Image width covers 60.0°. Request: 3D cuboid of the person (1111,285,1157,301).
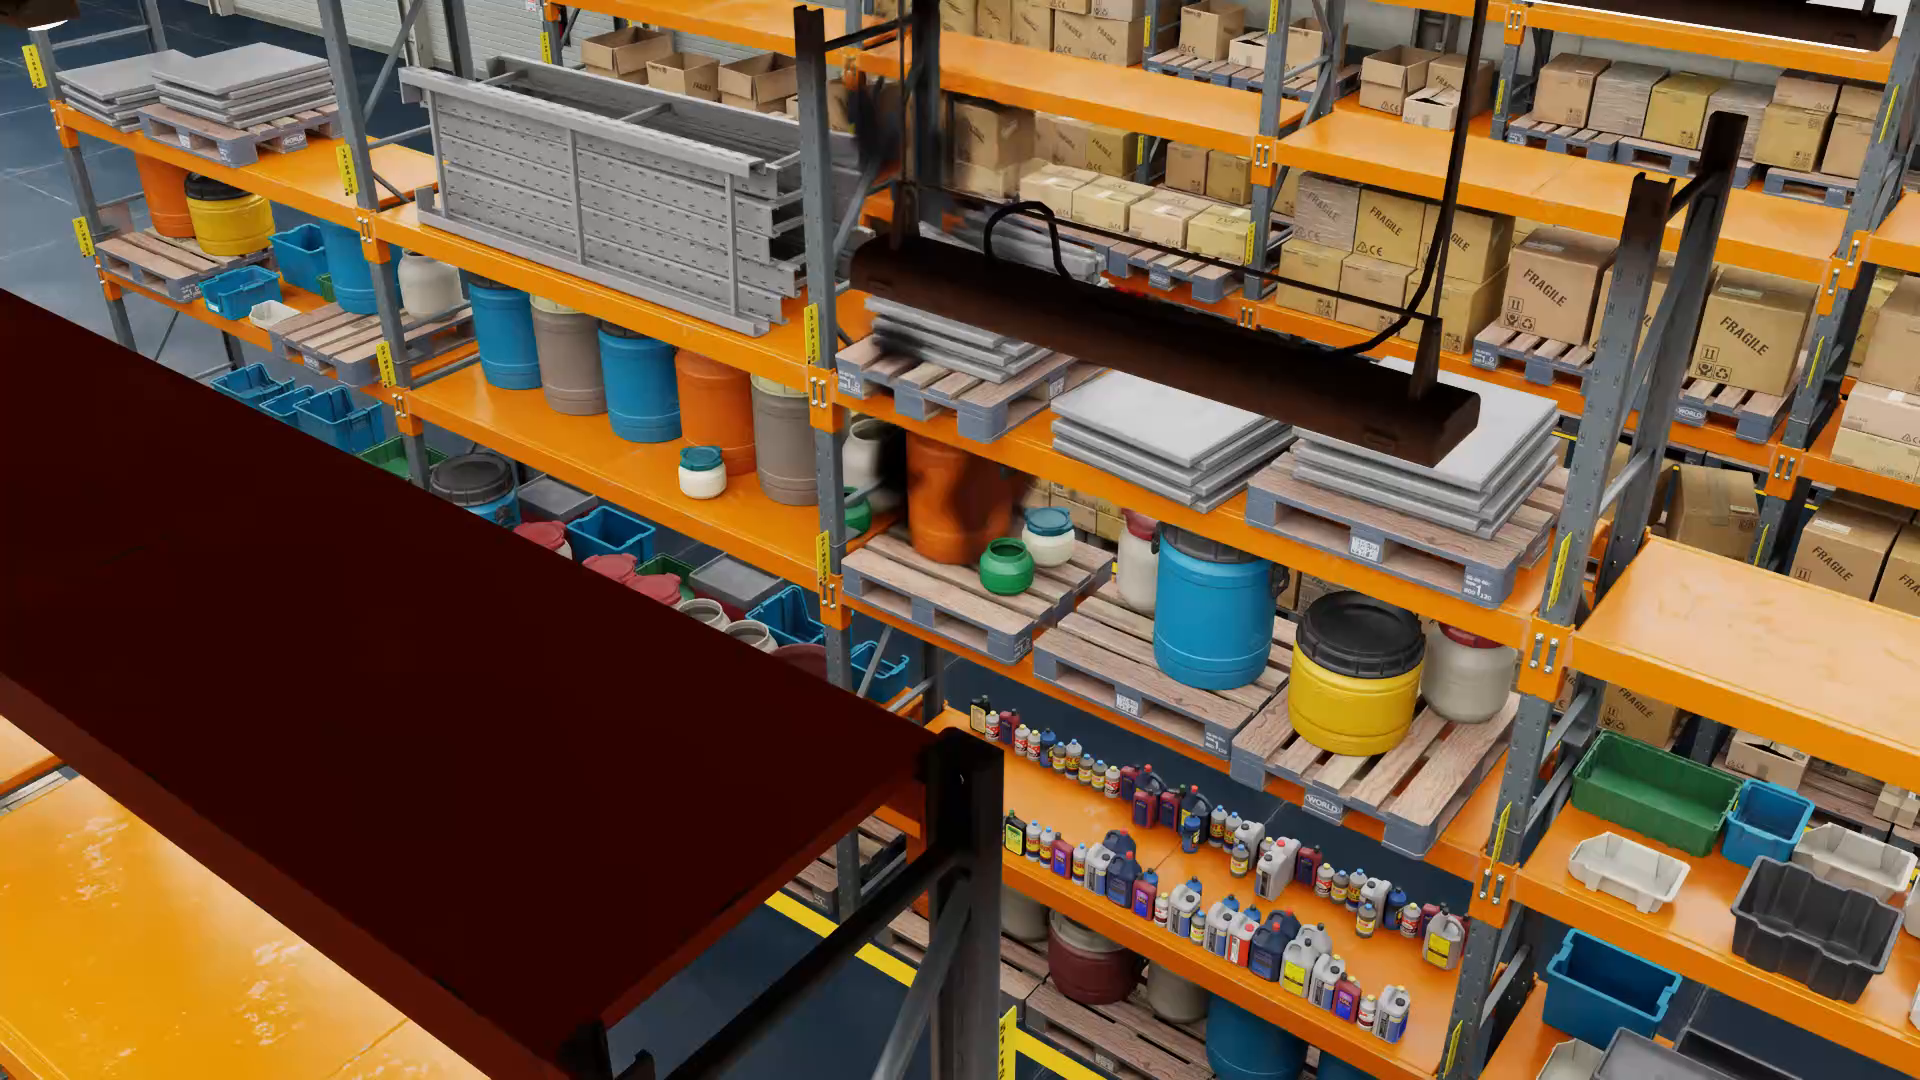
[{"bbox_3d":[1.715,-2.255,17.342,0.563,1.697,0.710,20,37,29],"label":"person"}]
